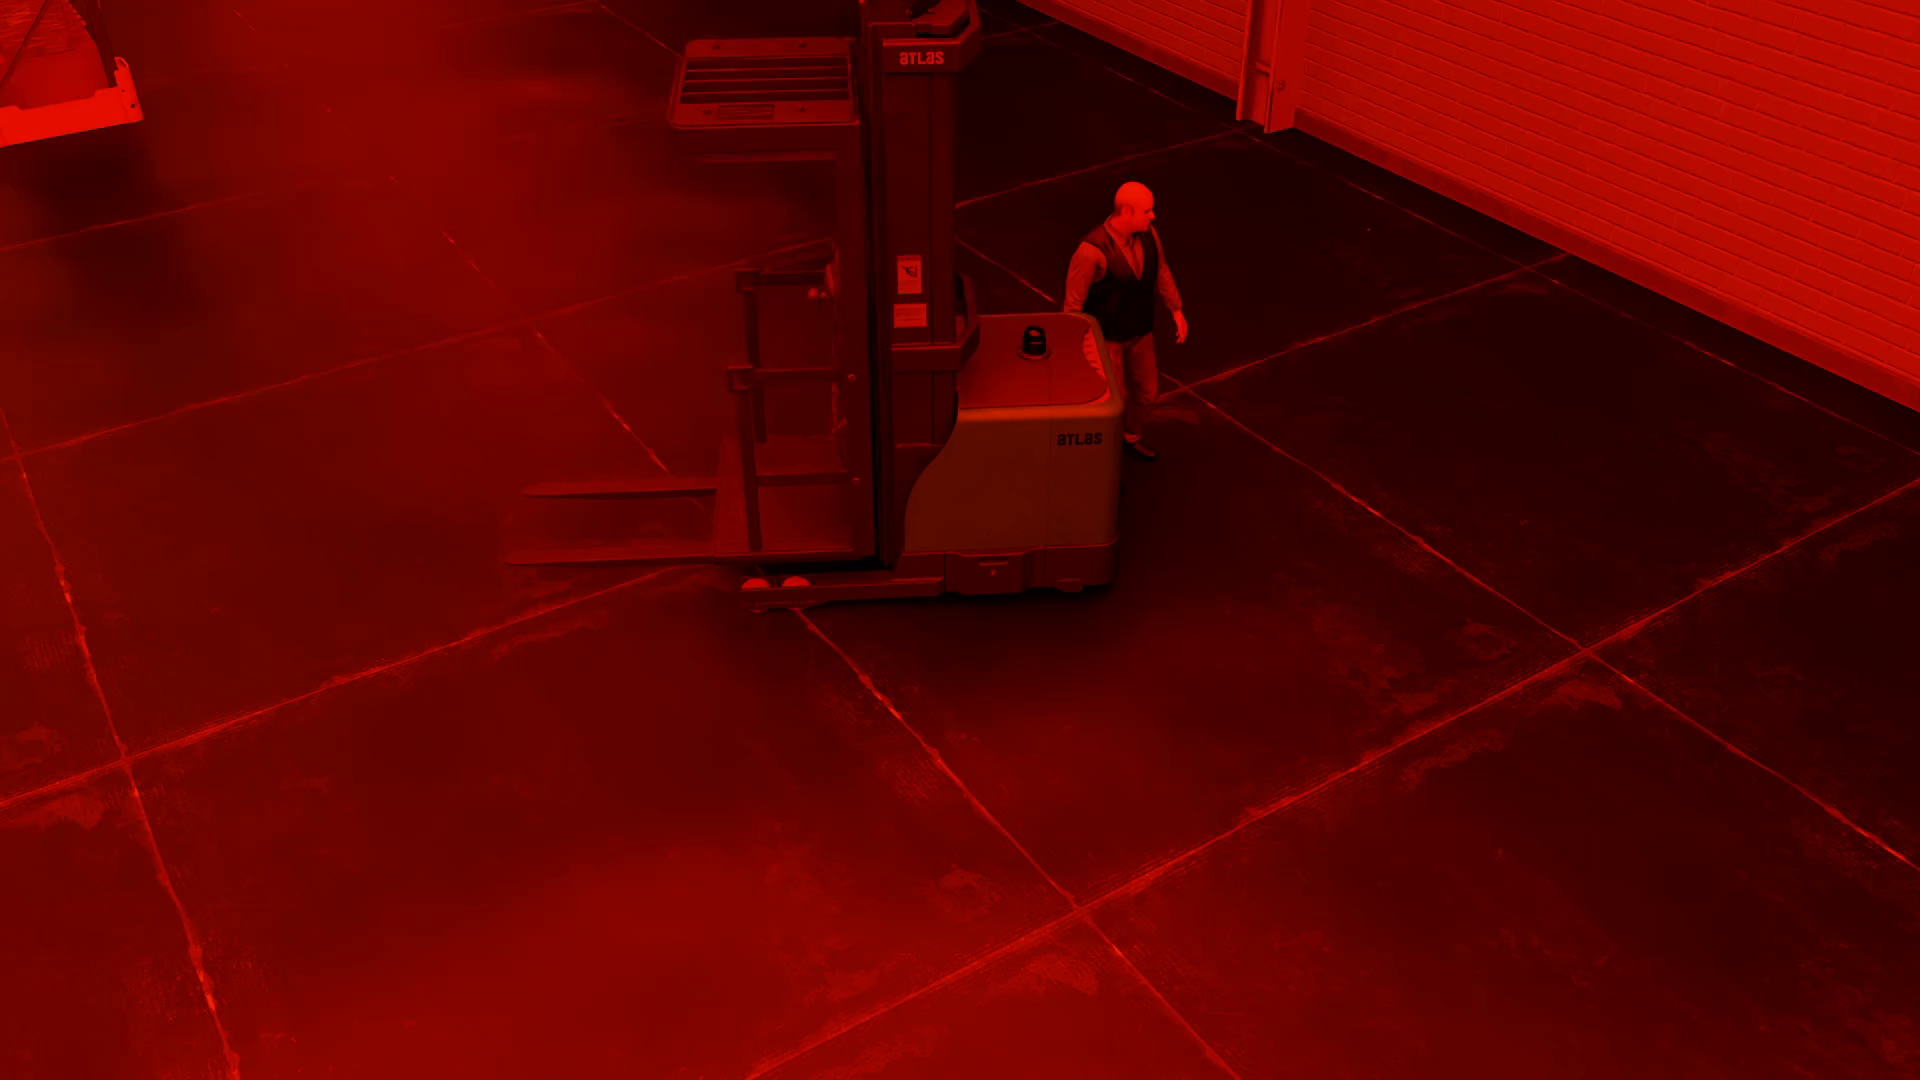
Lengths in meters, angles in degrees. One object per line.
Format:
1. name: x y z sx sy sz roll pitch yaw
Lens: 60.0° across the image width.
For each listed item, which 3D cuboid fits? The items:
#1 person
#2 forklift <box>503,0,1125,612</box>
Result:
1. person: 0.858 -1.075 8.761 0.738 1.695 0.470 -25 42 -31
2. forklift: -0.756 -1.159 7.798 3.031 2.935 1.130 -2 35 -3
